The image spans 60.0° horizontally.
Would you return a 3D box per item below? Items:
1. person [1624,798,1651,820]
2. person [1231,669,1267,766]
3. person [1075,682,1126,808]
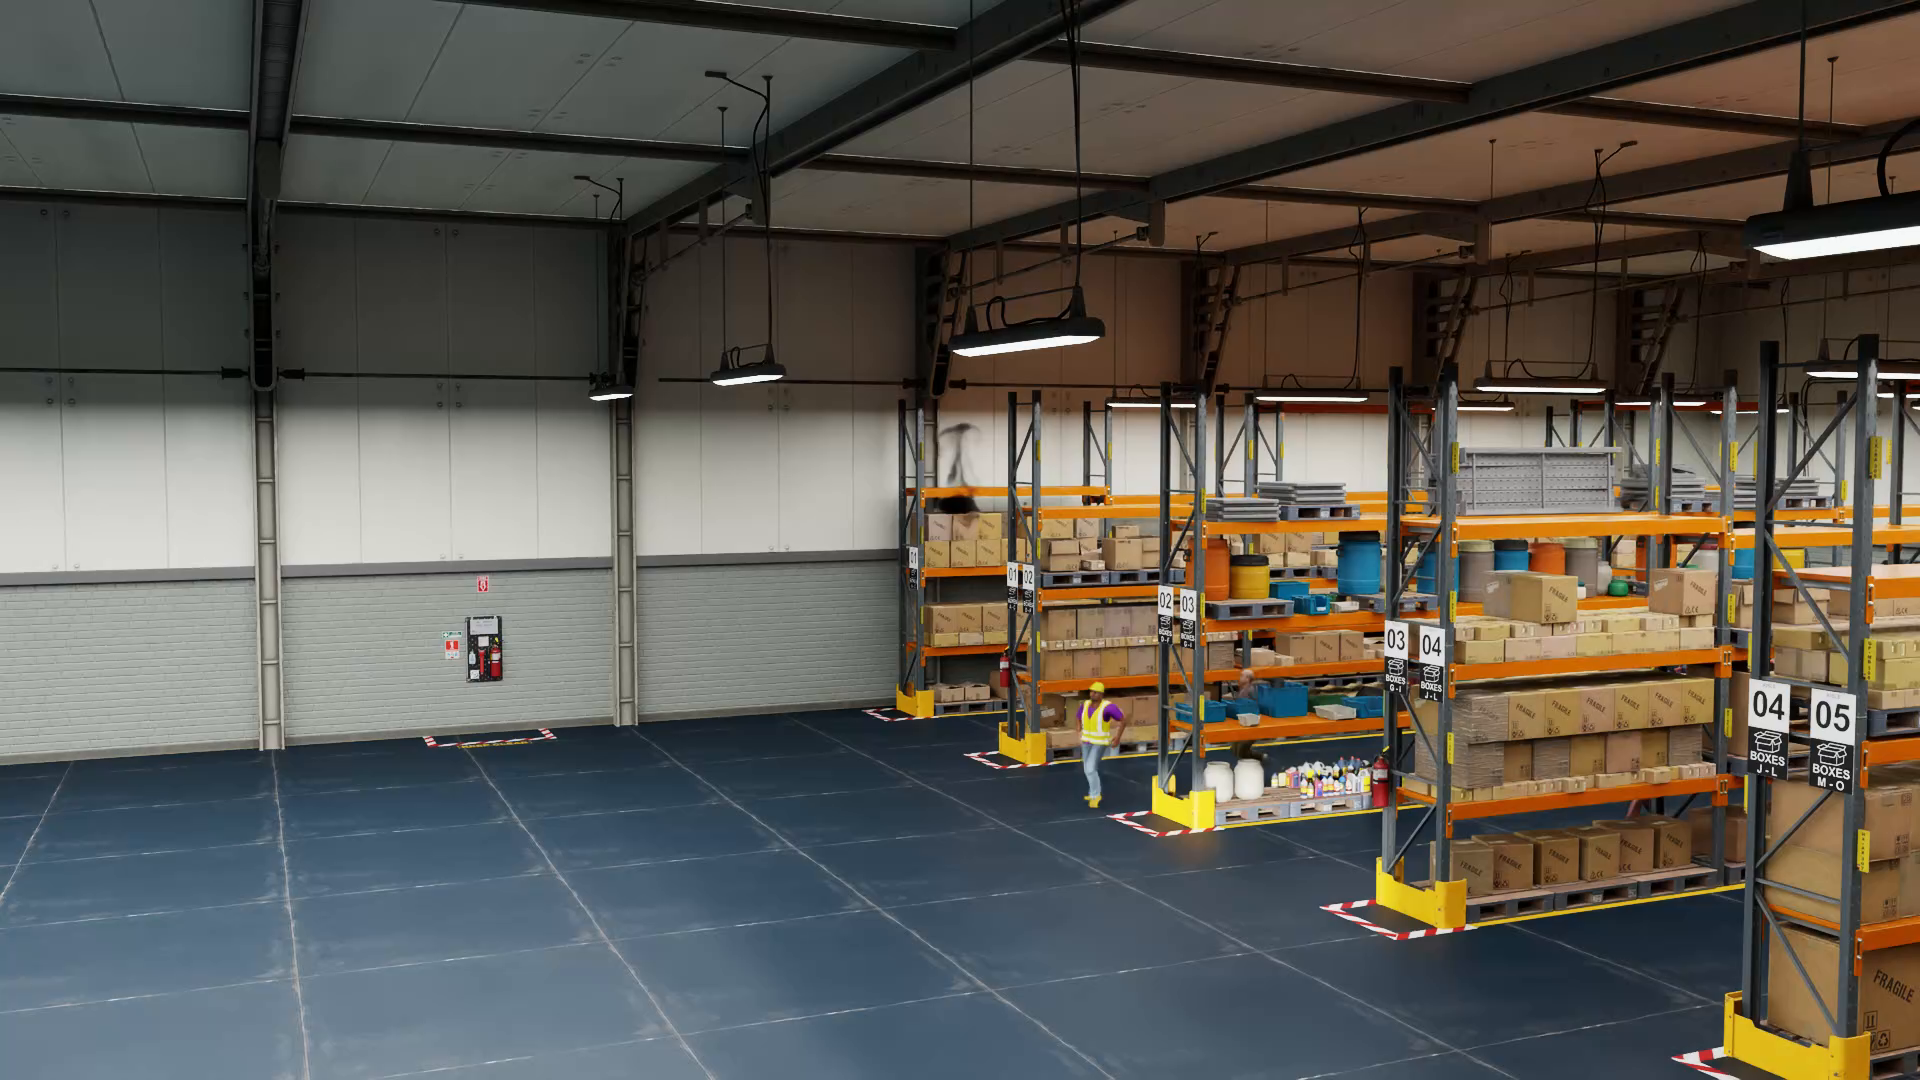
[{"bbox_3d":[9.040,3.003,22.120,0.950,1.655,0.580,-2,4,-34],"label":"person"},{"bbox_3d":[4.353,2.827,25.146,0.624,1.750,0.705,-1,3,-13],"label":"person"},{"bbox_3d":[1.943,2.911,23.637,0.768,1.810,0.589,3,4,40],"label":"person"}]
